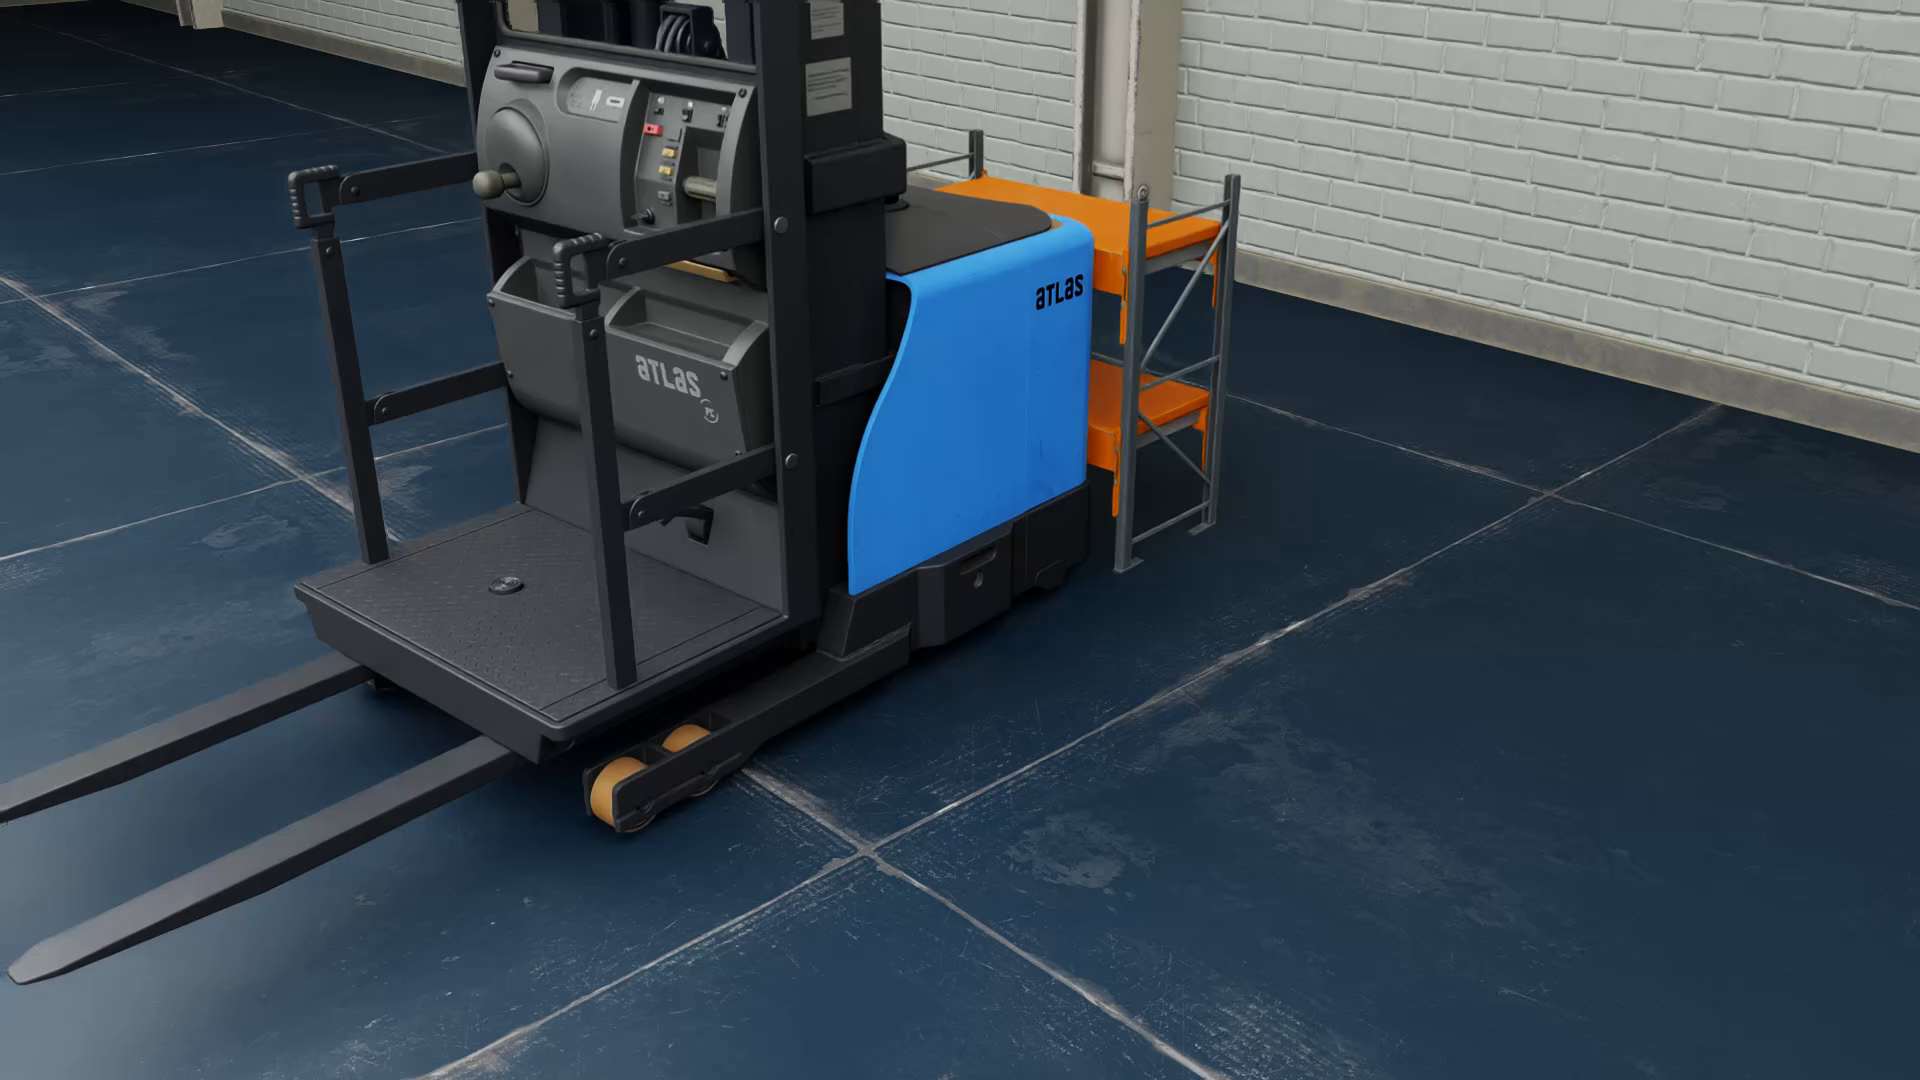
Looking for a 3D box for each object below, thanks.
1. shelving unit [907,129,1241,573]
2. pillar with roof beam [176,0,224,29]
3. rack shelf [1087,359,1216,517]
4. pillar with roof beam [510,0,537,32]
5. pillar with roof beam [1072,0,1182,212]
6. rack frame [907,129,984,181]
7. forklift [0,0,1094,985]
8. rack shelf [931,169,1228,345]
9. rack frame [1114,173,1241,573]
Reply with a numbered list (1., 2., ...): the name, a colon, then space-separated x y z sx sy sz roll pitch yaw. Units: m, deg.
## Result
1. shelving unit: 0.273 -0.634 5.284 1.048 1.125 0.538 21 32 38
2. pillar with roof beam: -10.550 -7.908 11.742 9.100 9.000 0.400 -21 32 -38
3. rack shelf: 0.273 -0.412 5.385 1.000 0.278 0.538 21 32 38
4. pillar with roof beam: -6.449 -6.090 7.758 9.100 9.000 0.400 -21 32 -38
5. pillar with roof beam: -2.348 -4.272 3.773 9.100 9.000 0.400 -21 32 -38
6. rack frame: -0.101 -0.777 5.597 0.032 1.125 0.500 21 32 38
7. forklift: -0.952 -0.904 3.700 1.130 2.935 3.031 20 31 36
8. rack shelf: 0.274 -0.901 5.163 1.000 0.278 0.538 21 32 38
9. rack frame: 0.648 -0.492 4.971 0.032 1.125 0.500 21 32 38
